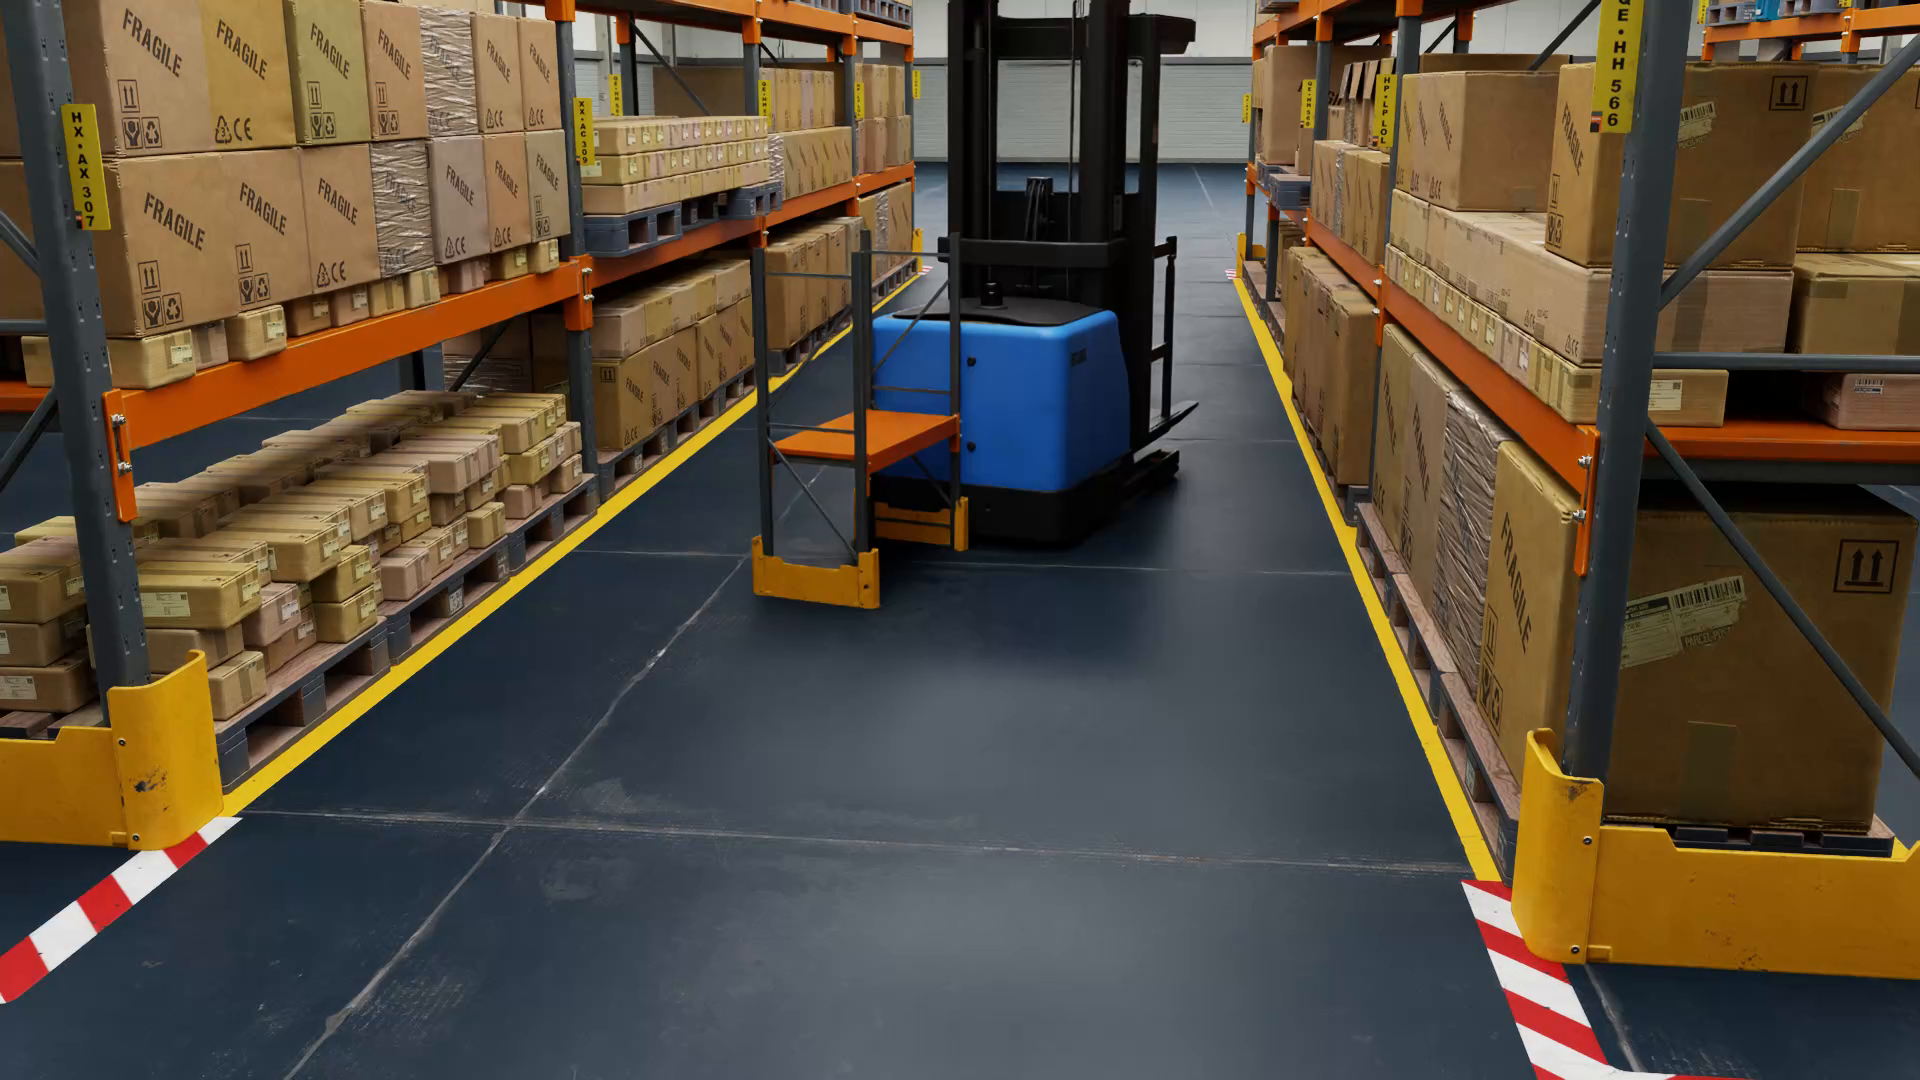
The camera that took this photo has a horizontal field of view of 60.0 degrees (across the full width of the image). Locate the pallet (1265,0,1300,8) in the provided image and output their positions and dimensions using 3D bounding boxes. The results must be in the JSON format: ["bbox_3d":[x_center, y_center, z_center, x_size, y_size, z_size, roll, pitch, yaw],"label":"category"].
[{"bbox_3d":[3.121,-4.457,13.511,1.213,0.211,1.003,2,15,6],"label":"pallet"}]

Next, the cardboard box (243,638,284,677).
[{"bbox_3d":[-2.535,0.391,5.626,0.380,0.149,0.250,2,15,6],"label":"cardboard box"}]

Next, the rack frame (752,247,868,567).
[{"bbox_3d":[-0.625,-0.465,7.008,0.500,1.500,0.032,6,16,22],"label":"rack frame"}]

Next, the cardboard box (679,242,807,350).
[{"bbox_3d":[-1.800,-1.933,13.068,1.050,0.750,0.750,1,15,5],"label":"cardboard box"}]

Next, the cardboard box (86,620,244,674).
[{"bbox_3d":[-2.546,0.316,5.334,0.380,0.149,0.250,2,15,9],"label":"cardboard box"}]

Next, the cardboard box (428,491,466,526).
[{"bbox_3d":[-2.345,-0.164,7.109,0.380,0.149,0.250,1,15,4],"label":"cardboard box"}]

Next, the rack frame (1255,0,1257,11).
[{"bbox_3d":[3.862,-7.459,18.508,1.000,3.000,0.127,2,15,6],"label":"rack frame"}]

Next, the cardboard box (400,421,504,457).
[{"bbox_3d":[-2.308,-0.440,7.559,0.380,0.149,0.250,2,15,8],"label":"cardboard box"}]

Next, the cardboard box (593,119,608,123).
[{"bbox_3d":[-2.381,-2.509,10.233,0.380,0.149,0.250,1,15,5],"label":"cardboard box"}]

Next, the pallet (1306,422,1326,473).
[{"bbox_3d":[2.655,-0.624,10.067,1.003,0.211,1.213,2,15,6],"label":"pallet"}]

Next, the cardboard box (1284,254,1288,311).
[{"bbox_3d":[3.247,-2.250,14.681,0.700,0.500,0.500,2,15,6],"label":"cardboard box"}]

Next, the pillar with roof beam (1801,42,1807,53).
[{"bbox_3d":[18.515,-14.722,45.367,9.100,9.000,0.400,2,15,6],"label":"pillar with roof beam"}]

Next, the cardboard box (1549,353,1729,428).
[{"bbox_3d":[1.769,-0.394,4.354,0.380,0.149,0.250,2,15,7],"label":"cardboard box"}]

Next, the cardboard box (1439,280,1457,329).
[{"bbox_3d":[1.970,-0.858,6.071,0.380,0.149,0.250,1,15,5],"label":"cardboard box"}]

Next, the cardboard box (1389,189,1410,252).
[{"bbox_3d":[2.195,-1.408,7.339,0.500,0.250,0.500,1,15,5],"label":"cardboard box"}]

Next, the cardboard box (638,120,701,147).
[{"bbox_3d":[-1.763,-2.416,9.886,0.380,0.149,0.250,2,15,8],"label":"cardboard box"}]

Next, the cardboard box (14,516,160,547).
[{"bbox_3d":[-3.064,0.021,5.853,0.380,0.149,0.250,1,15,5],"label":"cardboard box"}]

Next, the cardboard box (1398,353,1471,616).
[{"bbox_3d":[2.252,-0.226,6.516,0.875,0.875,0.875,2,15,6],"label":"cardboard box"}]

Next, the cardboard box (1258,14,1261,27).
[{"bbox_3d":[3.499,-5.687,17.990,0.500,0.250,0.500,1,15,5],"label":"cardboard box"}]

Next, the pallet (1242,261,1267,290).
[{"bbox_3d":[3.727,-2.988,18.807,1.003,0.211,1.213,2,15,6],"label":"pallet"}]

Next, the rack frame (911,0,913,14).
[{"bbox_3d":[-1.055,-7.631,19.145,1.000,3.000,0.127,2,15,6],"label":"rack frame"}]

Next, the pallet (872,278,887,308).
[{"bbox_3d":[-1.343,-2.547,17.176,1.003,0.211,1.213,2,15,6],"label":"pallet"}]

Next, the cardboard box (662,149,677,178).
[{"bbox_3d":[-1.823,-2.138,9.431,0.380,0.149,0.250,1,15,4],"label":"cardboard box"}]

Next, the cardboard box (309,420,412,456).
[{"bbox_3d":[-2.730,-0.449,7.592,0.380,0.149,0.250,1,15,5],"label":"cardboard box"}]

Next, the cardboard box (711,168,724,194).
[{"bbox_3d":[-1.707,-2.268,10.480,0.380,0.149,0.250,2,15,8],"label":"cardboard box"}]

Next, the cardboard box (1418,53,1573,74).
[{"bbox_3d":[2.572,-2.149,8.250,0.797,0.503,0.637,1,15,5],"label":"cardboard box"}]

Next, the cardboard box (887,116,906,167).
[{"bbox_3d":[-1.092,-4.567,19.018,0.875,0.550,0.550,2,15,6],"label":"cardboard box"}]

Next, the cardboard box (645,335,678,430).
[{"bbox_3d":[-2.004,-0.940,9.877,0.500,0.500,0.500,2,15,9],"label":"cardboard box"}]

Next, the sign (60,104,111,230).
[{"bbox_3d":[-2.321,-0.988,4.409,0.100,0.325,0.005,2,15,6],"label":"sign"}]

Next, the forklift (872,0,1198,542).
[{"bbox_3d":[0.598,-1.747,9.008,1.130,2.935,3.031,6,16,23],"label":"forklift"}]

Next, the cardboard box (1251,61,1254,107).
[{"bbox_3d":[3.529,-5.103,18.611,0.500,0.500,0.500,2,15,6],"label":"cardboard box"}]

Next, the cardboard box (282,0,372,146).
[{"bbox_3d":[-2.414,-1.634,5.782,0.500,0.500,0.500,1,15,5],"label":"cardboard box"}]

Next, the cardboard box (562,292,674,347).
[{"bbox_3d":[-2.006,-1.303,9.783,0.500,0.250,0.500,2,15,8],"label":"cardboard box"}]

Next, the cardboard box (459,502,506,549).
[{"bbox_3d":[-2.231,-0.069,7.329,0.380,0.149,0.250,2,15,6],"label":"cardboard box"}]

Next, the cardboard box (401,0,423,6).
[{"bbox_3d":[-5.996,-5.706,17.490,0.500,0.250,0.500,2,15,7],"label":"cardboard box"}]

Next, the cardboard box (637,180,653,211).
[{"bbox_3d":[-1.882,-1.865,8.990,0.380,0.149,0.250,2,15,7],"label":"cardboard box"}]

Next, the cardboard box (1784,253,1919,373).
[{"bbox_3d":[2.379,-0.601,4.356,0.500,0.250,0.500,1,15,5],"label":"cardboard box"}]

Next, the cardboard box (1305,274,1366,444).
[{"bbox_3d":[2.660,-1.026,9.477,1.225,0.875,0.875,1,15,4],"label":"cardboard box"}]

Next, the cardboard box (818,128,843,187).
[{"bbox_3d":[-1.357,-3.472,15.064,0.500,0.500,0.500,2,15,6],"label":"cardboard box"}]

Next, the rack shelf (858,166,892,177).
[{"bbox_3d":[-1.281,-3.964,18.078,0.919,0.124,3.809,2,15,6],"label":"rack shelf"}]

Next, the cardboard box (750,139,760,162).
[{"bbox_3d":[-1.589,-2.675,11.414,0.380,0.149,0.250,2,15,8],"label":"cardboard box"}]

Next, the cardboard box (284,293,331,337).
[{"bbox_3d":[-2.479,-0.815,5.911,0.380,0.149,0.250,2,15,6],"label":"cardboard box"}]

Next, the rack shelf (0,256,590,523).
[{"bbox_3d":[-2.635,-0.757,6.594,1.077,0.370,4.000,2,15,6],"label":"rack shelf"}]

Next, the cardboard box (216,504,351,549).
[{"bbox_3d":[-2.451,-0.029,6.039,0.380,0.149,0.250,1,15,4],"label":"cardboard box"}]

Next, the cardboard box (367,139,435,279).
[{"bbox_3d":[-2.381,-1.284,6.404,0.500,0.500,0.500,1,15,5],"label":"cardboard box"}]

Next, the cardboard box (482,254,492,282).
[{"bbox_3d":[-2.316,-1.218,7.403,0.380,0.149,0.250,1,15,5],"label":"cardboard box"}]

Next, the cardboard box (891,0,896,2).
[{"bbox_3d":[-0.900,-5.887,17.927,0.380,0.149,0.250,2,15,7],"label":"cardboard box"}]

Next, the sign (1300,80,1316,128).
[{"bbox_3d":[2.419,-3.022,11.527,0.100,0.325,0.005,2,15,6],"label":"sign"}]

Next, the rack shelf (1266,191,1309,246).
[{"bbox_3d":[3.185,-2.660,13.630,1.077,0.370,4.000,2,15,6],"label":"rack shelf"}]

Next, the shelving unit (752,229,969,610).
[{"bbox_3d":[-0.432,-0.585,7.452,0.587,1.500,1.083,6,16,22],"label":"shelving unit"}]
